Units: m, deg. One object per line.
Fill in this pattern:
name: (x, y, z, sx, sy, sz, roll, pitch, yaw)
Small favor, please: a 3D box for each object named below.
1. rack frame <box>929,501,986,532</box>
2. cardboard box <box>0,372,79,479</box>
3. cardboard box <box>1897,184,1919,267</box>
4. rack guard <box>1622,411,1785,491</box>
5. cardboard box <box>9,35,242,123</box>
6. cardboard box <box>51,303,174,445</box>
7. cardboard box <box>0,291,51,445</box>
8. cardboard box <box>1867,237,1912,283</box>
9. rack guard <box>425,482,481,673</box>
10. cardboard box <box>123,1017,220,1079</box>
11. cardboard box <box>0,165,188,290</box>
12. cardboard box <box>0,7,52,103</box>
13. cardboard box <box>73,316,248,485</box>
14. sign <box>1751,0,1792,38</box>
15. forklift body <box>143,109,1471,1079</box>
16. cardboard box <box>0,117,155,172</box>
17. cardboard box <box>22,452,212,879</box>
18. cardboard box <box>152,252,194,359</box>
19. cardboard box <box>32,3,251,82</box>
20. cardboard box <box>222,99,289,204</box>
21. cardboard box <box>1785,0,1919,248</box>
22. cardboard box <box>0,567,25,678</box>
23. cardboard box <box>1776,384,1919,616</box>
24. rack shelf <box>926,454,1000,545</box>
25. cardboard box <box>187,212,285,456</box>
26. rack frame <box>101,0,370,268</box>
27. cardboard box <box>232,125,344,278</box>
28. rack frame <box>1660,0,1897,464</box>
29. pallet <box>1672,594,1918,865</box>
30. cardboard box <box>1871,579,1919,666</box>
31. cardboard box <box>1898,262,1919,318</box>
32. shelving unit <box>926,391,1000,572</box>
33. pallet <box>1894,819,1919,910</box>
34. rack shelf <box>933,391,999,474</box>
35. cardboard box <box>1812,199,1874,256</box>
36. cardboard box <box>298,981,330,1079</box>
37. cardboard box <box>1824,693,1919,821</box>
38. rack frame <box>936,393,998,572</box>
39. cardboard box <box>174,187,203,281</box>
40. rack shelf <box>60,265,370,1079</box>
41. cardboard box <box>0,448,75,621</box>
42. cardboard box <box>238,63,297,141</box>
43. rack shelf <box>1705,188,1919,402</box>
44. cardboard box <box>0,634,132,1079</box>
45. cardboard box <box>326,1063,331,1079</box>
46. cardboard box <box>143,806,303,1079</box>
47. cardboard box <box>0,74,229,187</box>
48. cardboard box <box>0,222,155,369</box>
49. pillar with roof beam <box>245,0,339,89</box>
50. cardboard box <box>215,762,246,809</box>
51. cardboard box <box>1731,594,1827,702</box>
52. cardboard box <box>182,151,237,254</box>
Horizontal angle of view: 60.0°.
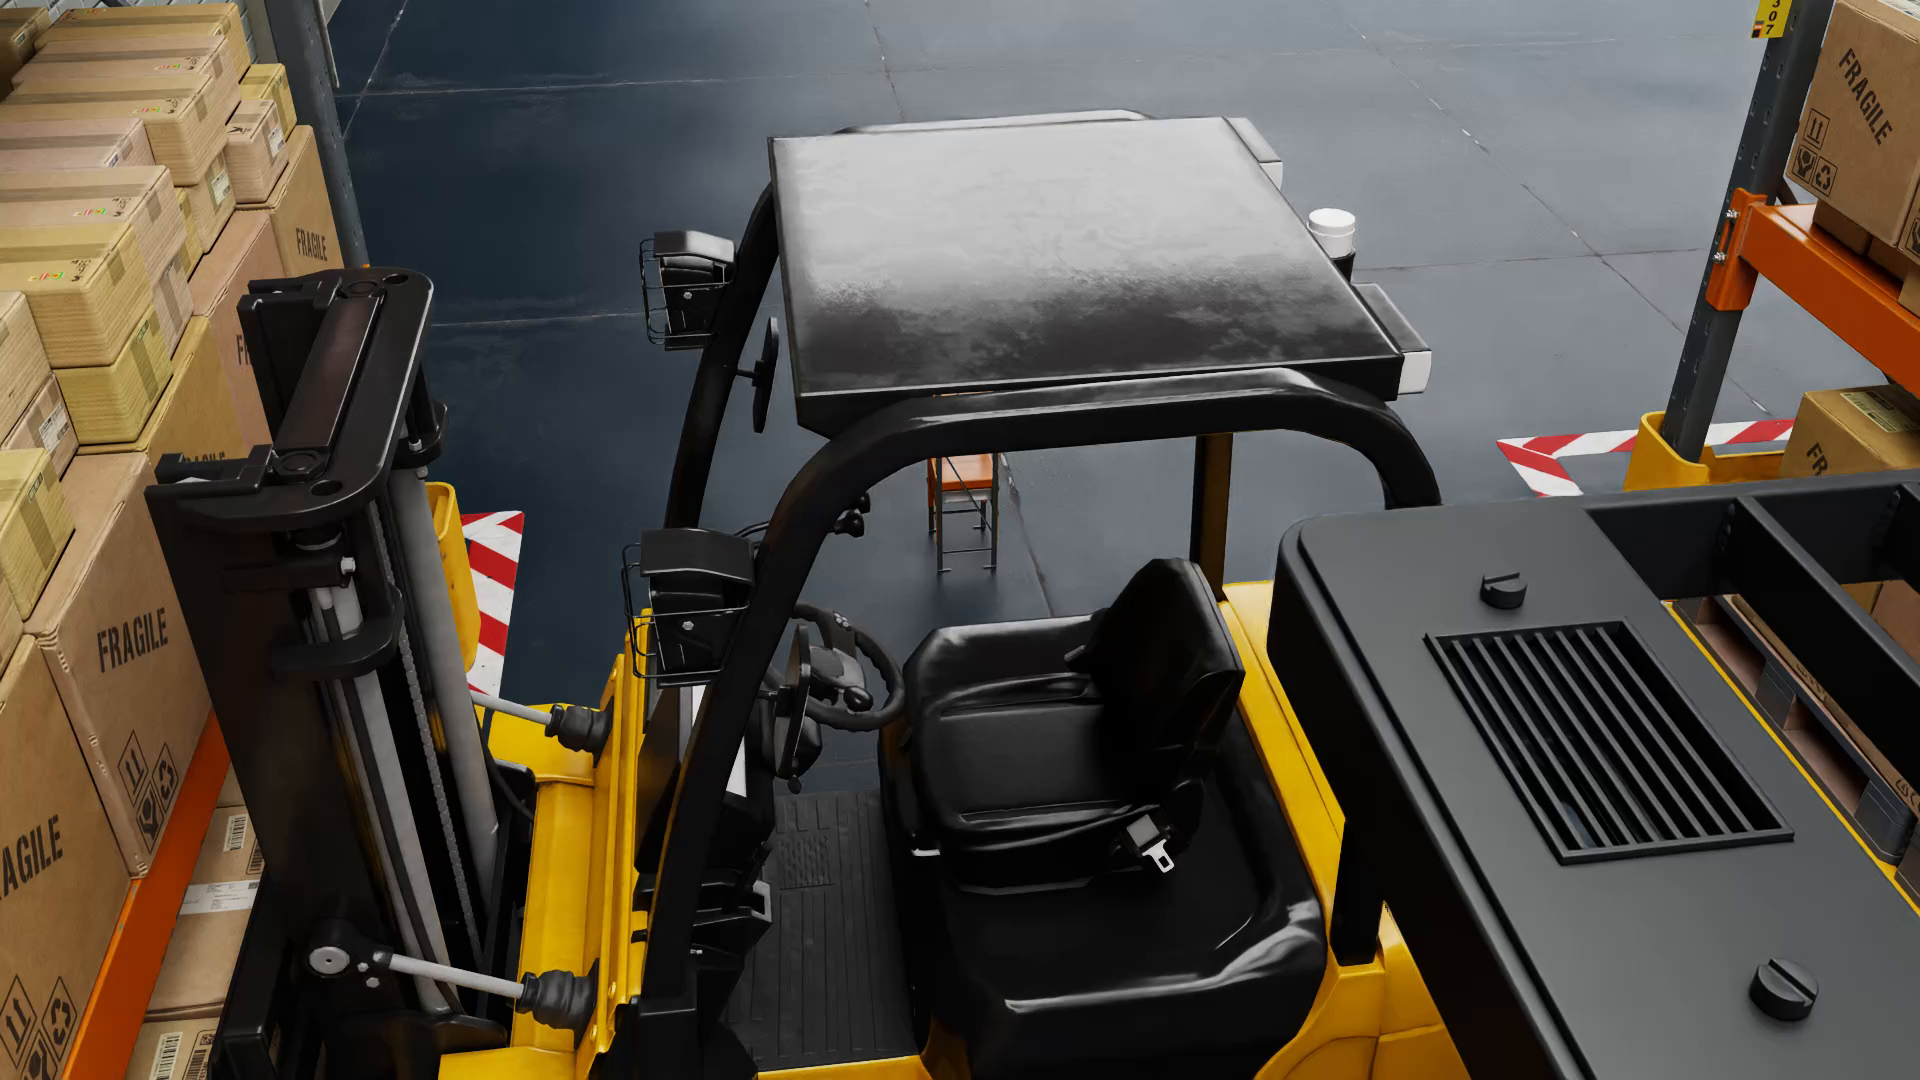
rack frame: (-0.009, -0.472, 5.510, 0.200, 1.050, 0.008, -4, 35, -6)
cardboard box: (-1.641, -0.133, 2.617, 0.380, 0.149, 0.250, -5, 35, -7)
cardboard box: (2.674, -0.824, 3.943, 0.500, 0.500, 0.500, -3, 34, -5)
rack guard: (2.822, -0.159, 5.539, 1.175, 0.500, 0.348, -4, 35, -6)
cardboard box: (-1.785, -0.969, 3.579, 0.380, 0.149, 0.250, -4, 35, -6)
cardboard box: (-1.585, -0.279, 2.831, 0.380, 0.149, 0.250, -4, 34, -6)
cardboard box: (-1.637, -0.249, 2.523, 0.380, 0.149, 0.250, -4, 34, -6)
cardboard box: (2.701, -0.785, 4.461, 0.380, 0.149, 0.250, -4, 34, -6)
rack guard: (-2.109, 0.164, 5.066, 1.175, 0.500, 0.348, -4, 35, -6)
cardboard box: (-1.459, 1.069, 2.698, 0.500, 0.250, 0.500, -3, 34, -5)
cardboard box: (-1.618, -0.544, 2.955, 0.380, 0.149, 0.250, -4, 34, -5)
cardboard box: (-2.273, -1.085, 3.749, 0.380, 0.149, 0.250, -5, 35, -7)
cardboard box: (-1.650, -0.066, 3.095, 0.500, 0.500, 0.500, -5, 35, -7)
sign: (2.274, -1.551, 4.593, 0.100, 0.325, 0.005, -4, 35, -6)
forklift body: (-0.043, 0.415, 3.231, 2.313, 2.155, 1.214, -4, 35, -6)
cardboard box: (-1.763, -0.681, 3.156, 0.380, 0.149, 0.250, -4, 34, -6)
cardboard box: (-1.571, 0.213, 2.685, 0.500, 0.500, 0.500, -4, 34, -6)
cardboard box: (-1.639, -0.419, 3.036, 0.380, 0.149, 0.250, -5, 35, -8)
cardboard box: (-1.849, -1.104, 3.778, 0.380, 0.149, 0.250, -4, 35, -6)
cardboard box: (-1.718, -0.853, 3.673, 0.380, 0.149, 0.250, -4, 34, -6)
cardboard box: (2.601, -1.113, 4.366, 0.500, 0.500, 0.500, -5, 35, -7)
cardboard box: (-1.494, 0.153, 2.198, 0.380, 0.149, 0.250, -5, 35, -8)
cardboard box: (2.650, -0.097, 4.631, 0.500, 0.500, 0.500, -5, 35, -8)
rack shelf: (0.007, -0.166, 5.573, 0.215, 0.259, 0.240, -4, 35, -6)
cardboard box: (-1.719, -0.352, 3.515, 0.500, 0.500, 0.500, -3, 34, -5)
rack frame: (-2.106, -0.856, 4.342, 1.000, 3.000, 0.127, -4, 35, -6)
cardboard box: (-1.780, -0.643, 3.940, 0.500, 0.500, 0.500, -5, 35, -7)
rack frame: (2.812, -1.234, 4.897, 1.000, 3.000, 0.127, -4, 35, -6)
pallet: (2.896, 0.417, 4.951, 1.003, 0.211, 1.213, -4, 35, -6)
cardboard box: (2.725, 0.195, 4.204, 0.500, 0.500, 0.500, -6, 35, -8)
cardboard box: (2.656, -0.631, 4.235, 0.380, 0.149, 0.250, -5, 35, -8)
shelving unit: (0.007, -0.404, 5.411, 0.215, 1.050, 0.252, -4, 35, -6)
pallet: (3.057, 1.096, 3.954, 1.003, 0.211, 1.213, -4, 35, -6)
rack shelf: (0.007, -0.395, 5.416, 0.215, 0.259, 0.240, -4, 35, -6)
cardboard box: (2.653, -0.925, 4.667, 0.380, 0.149, 0.250, -4, 35, -6)
cardboard box: (-1.520, 0.995, 3.251, 0.500, 0.250, 0.500, -4, 35, -7)
cardboard box: (2.708, 0.485, 4.443, 0.500, 0.250, 0.500, -3, 34, -5)
rack frame: (0.024, -0.336, 5.311, 0.200, 1.050, 0.008, -4, 35, -6)
cardboard box: (-1.722, -0.564, 3.249, 0.380, 0.149, 0.250, -5, 35, -7)
rack shelf: (-1.837, 0.557, 2.907, 1.077, 0.370, 4.000, -4, 35, -6)
cardboard box: (-1.539, 0.005, 2.415, 0.380, 0.149, 0.250, -5, 35, -7)
cardboard box: (-1.782, -0.993, 3.879, 0.380, 0.149, 0.250, -4, 34, -6)
rack shelf: (3.081, 0.179, 3.462, 1.077, 0.370, 4.000, -4, 35, -6)
cardboard box: (-1.525, 0.496, 2.270, 0.500, 0.500, 0.500, -5, 35, -7)
cardboard box: (-1.522, 1.191, 3.407, 0.500, 0.250, 0.500, -3, 34, -5)
cardboard box: (-1.522, 0.776, 3.129, 0.500, 0.250, 0.500, -5, 35, -7)
cardboard box: (-1.723, -0.825, 3.368, 0.380, 0.149, 0.250, -4, 34, -5)
cardboard box: (-1.578, -0.400, 2.744, 0.380, 0.149, 0.250, -4, 34, -5)
pillar with roof beam: (0.553, -6.552, 7.374, 9.100, 9.000, 0.400, -4, 35, -6)
cardboard box: (-1.583, 0.492, 3.545, 0.500, 0.250, 0.500, -4, 34, -6)
cardboard box: (2.646, 0.200, 4.862, 0.500, 0.250, 0.500, -5, 35, -7)
cardboard box: (-1.744, -0.703, 3.454, 0.380, 0.149, 0.250, -4, 34, -5)
